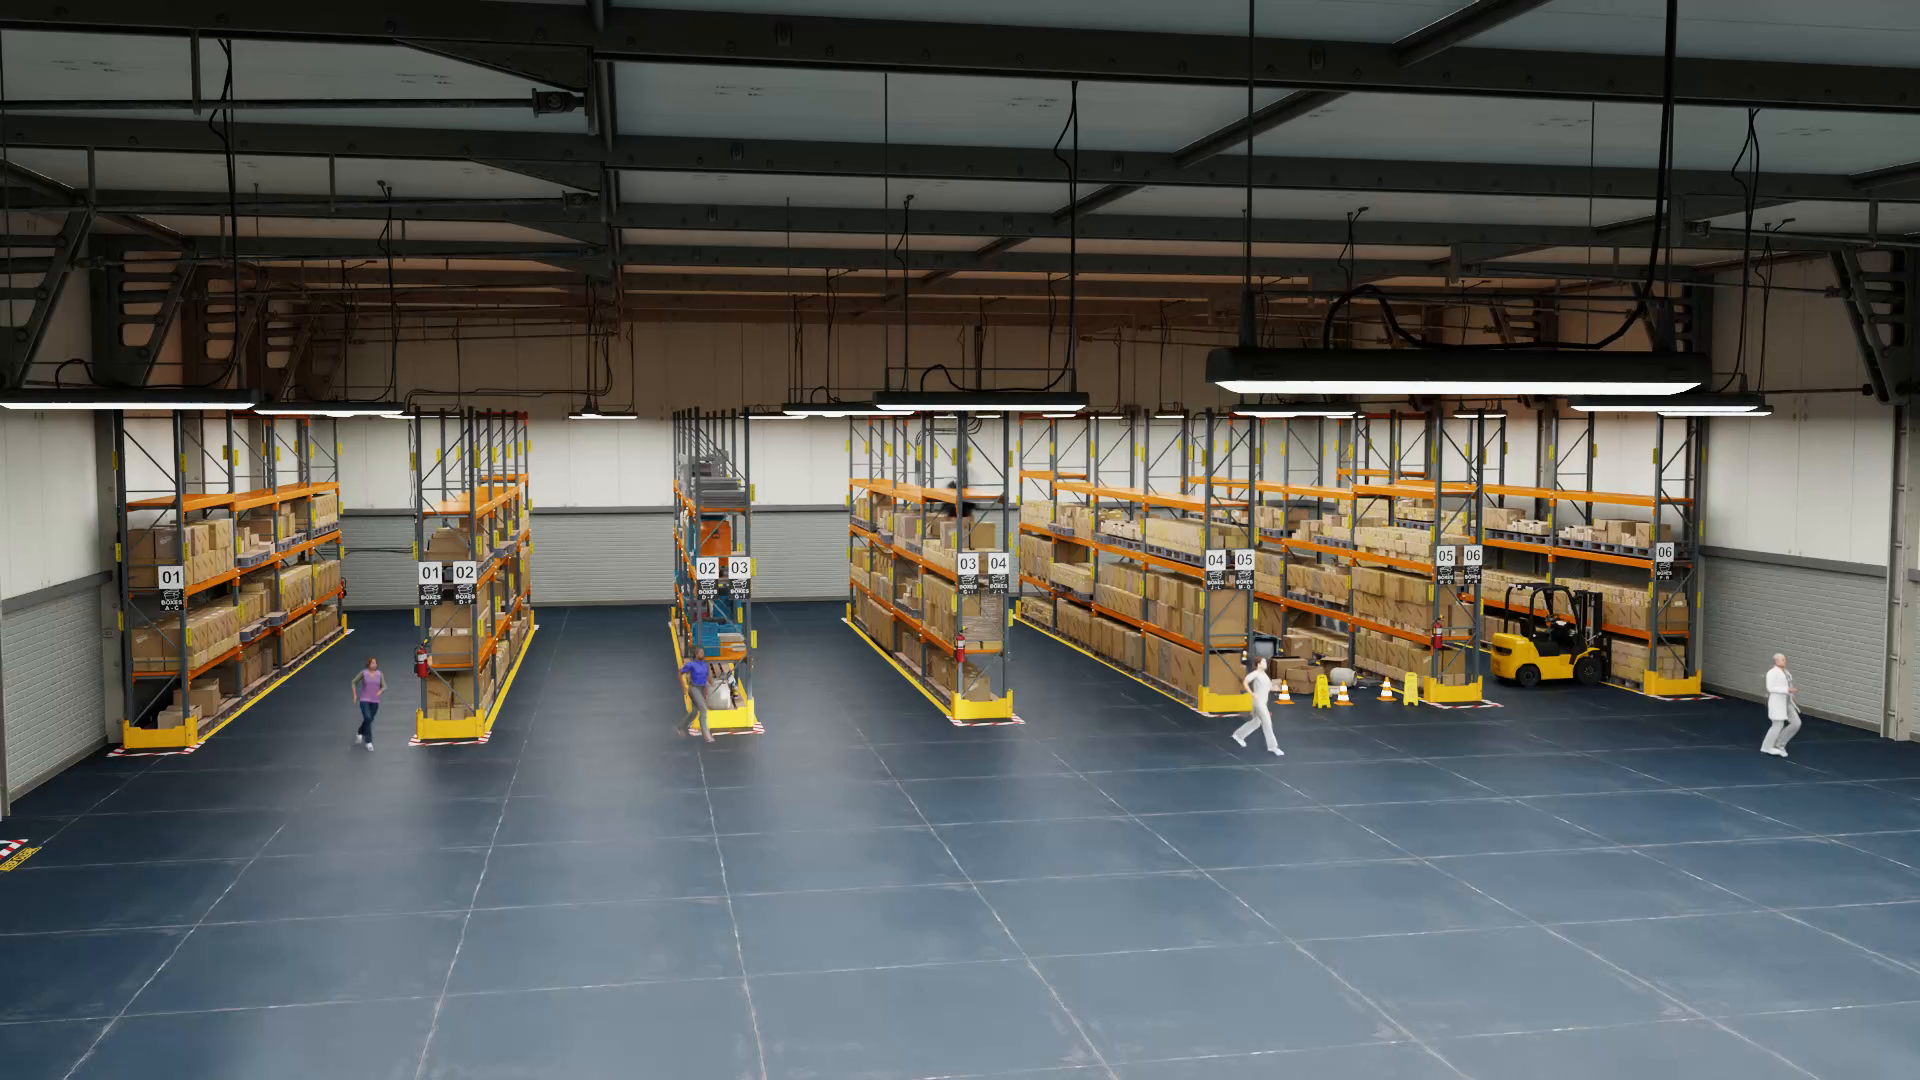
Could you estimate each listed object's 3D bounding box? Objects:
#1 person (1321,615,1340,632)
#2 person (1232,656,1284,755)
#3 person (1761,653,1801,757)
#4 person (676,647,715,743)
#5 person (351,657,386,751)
[{"bbox_3d":[9.924,1.651,44.707,0.648,1.838,0.782,-1,4,-16],"label":"person"},{"bbox_3d":[5.158,2.832,28.732,0.954,1.688,0.565,2,5,27],"label":"person"},{"bbox_3d":[14.046,2.830,28.367,0.689,1.787,0.713,-2,5,-31],"label":"person"},{"bbox_3d":[-4.682,2.767,29.938,0.834,1.651,0.593,2,5,27],"label":"person"},{"bbox_3d":[-10.338,2.860,29.172,0.559,1.562,0.817,-3,5,-37],"label":"person"}]
